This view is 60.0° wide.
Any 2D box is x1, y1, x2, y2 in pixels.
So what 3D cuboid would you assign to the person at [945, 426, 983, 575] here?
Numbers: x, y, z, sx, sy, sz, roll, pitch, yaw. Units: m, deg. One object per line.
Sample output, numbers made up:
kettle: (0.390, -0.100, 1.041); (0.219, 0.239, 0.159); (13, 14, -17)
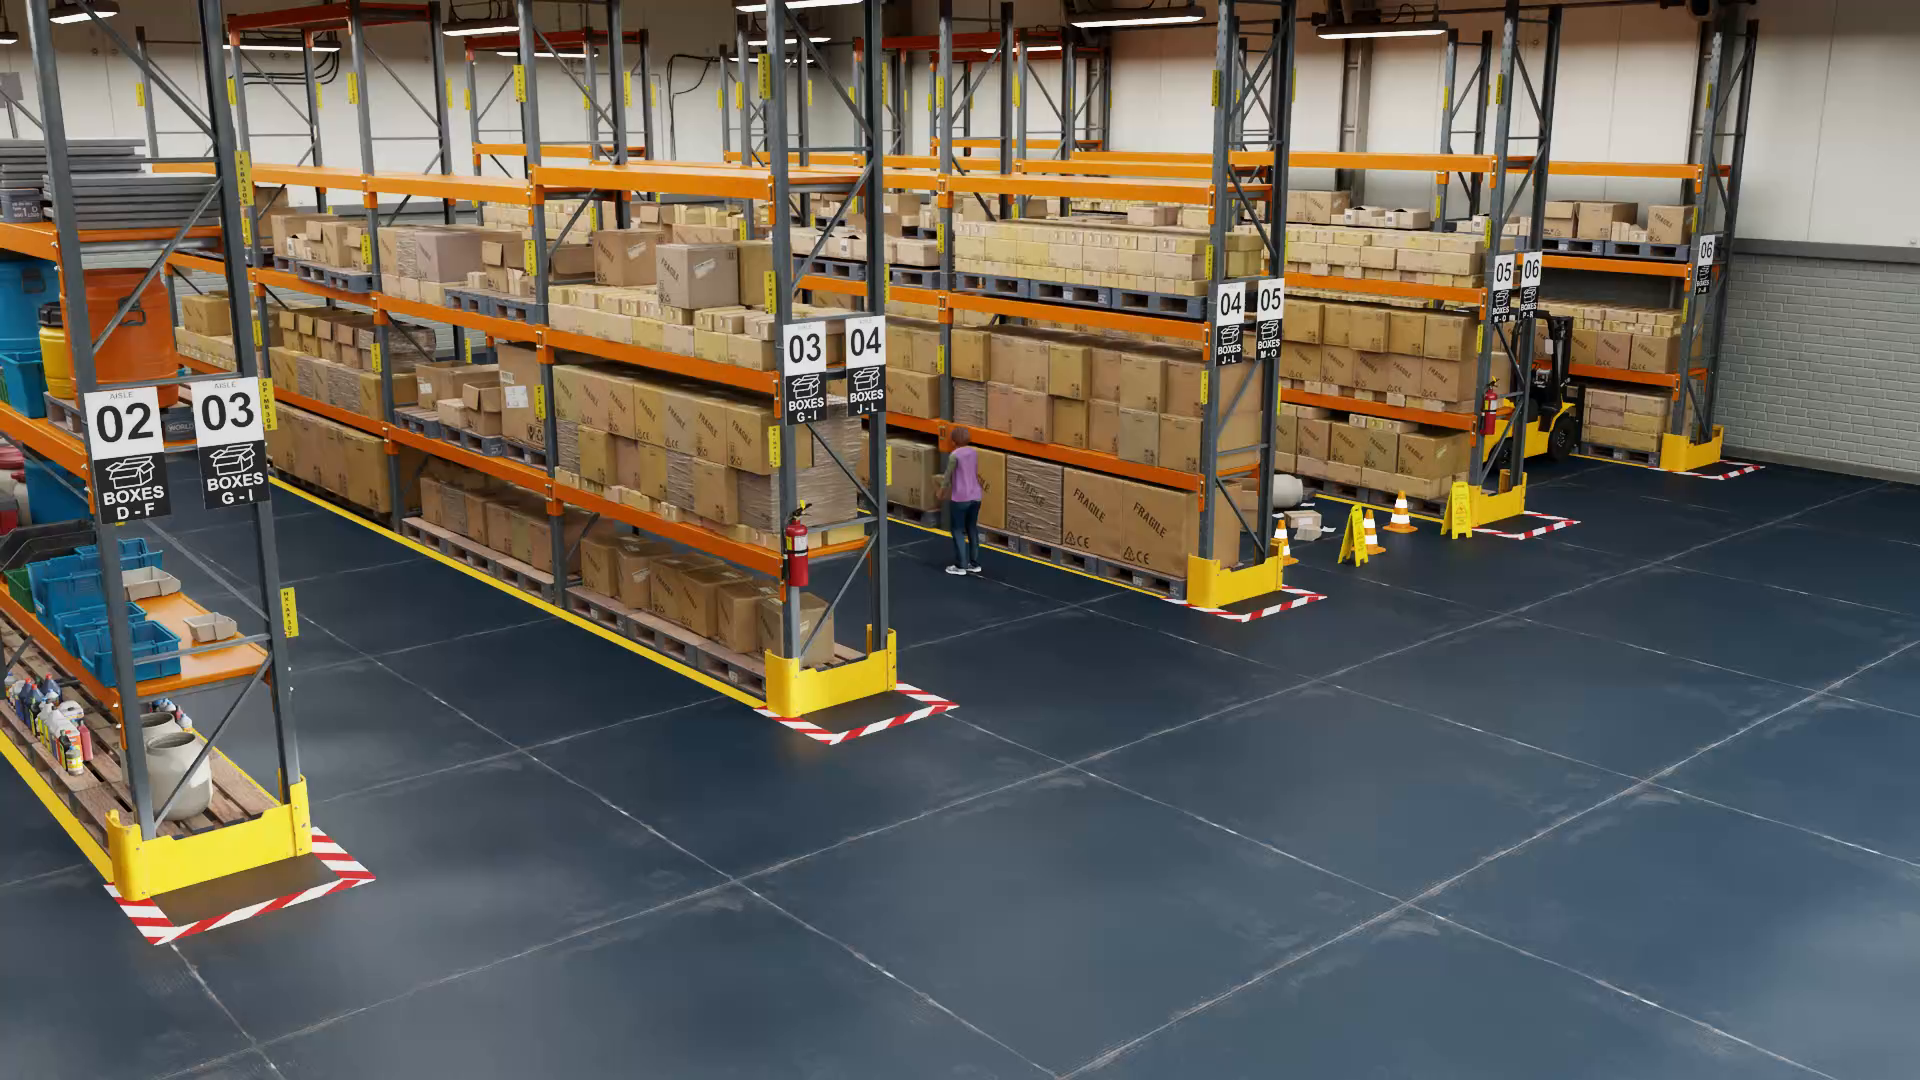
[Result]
person: (0.042, -0.416, 17.674); (0.477, 1.582, 0.347); (-13, 19, -41)
